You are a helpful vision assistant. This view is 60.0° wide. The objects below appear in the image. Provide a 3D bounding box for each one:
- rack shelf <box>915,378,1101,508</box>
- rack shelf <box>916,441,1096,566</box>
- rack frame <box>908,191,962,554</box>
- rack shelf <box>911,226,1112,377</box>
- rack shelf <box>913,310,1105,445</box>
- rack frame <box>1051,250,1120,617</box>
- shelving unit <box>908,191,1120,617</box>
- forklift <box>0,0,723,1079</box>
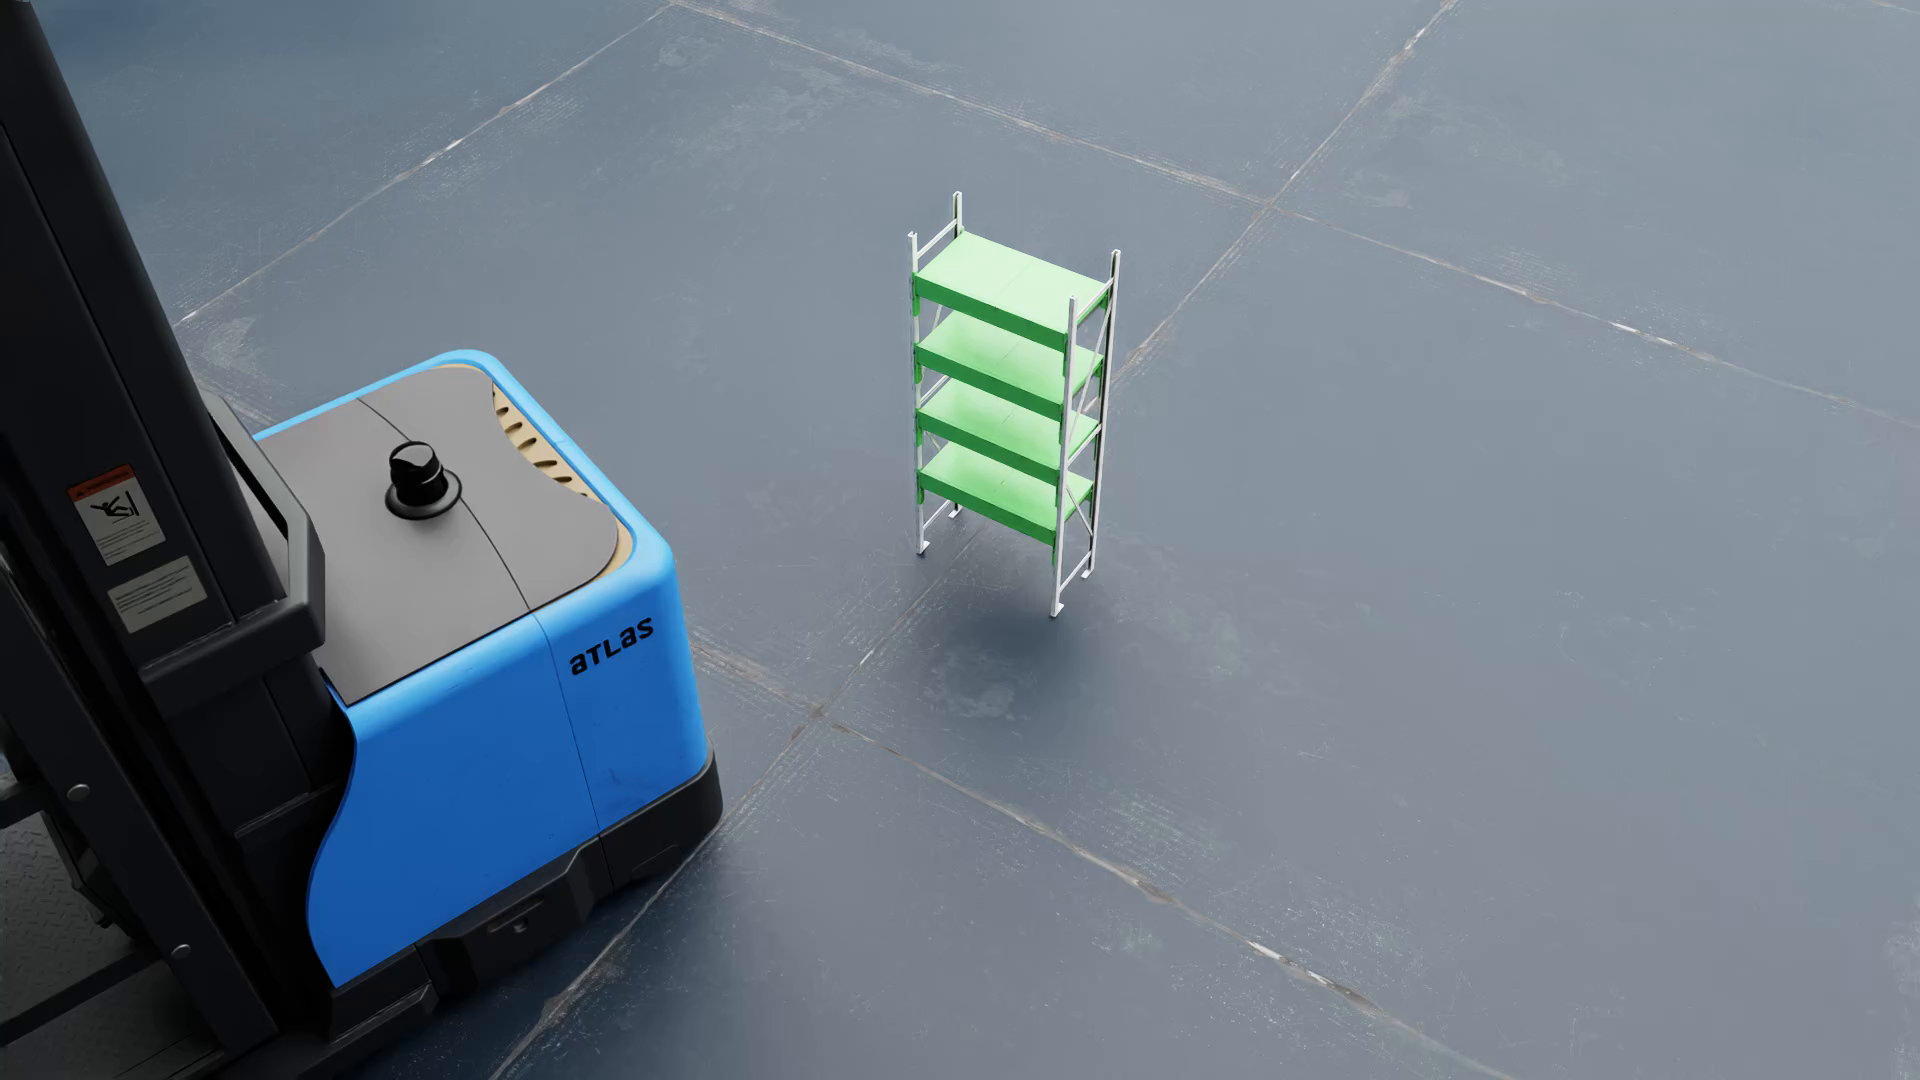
[{"bbox_3d":[0.139,-0.310,4.803,0.480,0.148,0.258,25,51,22],"label":"rack shelf"},{"bbox_3d":[0.139,-0.142,4.975,0.480,0.148,0.258,25,51,22],"label":"rack shelf"},{"bbox_3d":[-0.066,-0.449,4.849,0.015,1.200,0.240,25,51,22],"label":"rack frame"},{"bbox_3d":[0.139,-0.644,4.459,0.480,0.148,0.258,25,51,22],"label":"rack shelf"},{"bbox_3d":[0.139,-0.477,4.631,0.480,0.148,0.258,25,51,22],"label":"rack shelf"},{"bbox_3d":[0.345,-0.260,4.666,0.015,1.200,0.240,25,51,22],"label":"rack frame"},{"bbox_3d":[0.139,-0.354,4.757,0.503,1.200,0.258,25,51,22],"label":"shelving unit"},{"bbox_3d":[-2.105,0.139,3.071,3.031,2.935,1.130,-29,53,-26],"label":"forklift"}]
